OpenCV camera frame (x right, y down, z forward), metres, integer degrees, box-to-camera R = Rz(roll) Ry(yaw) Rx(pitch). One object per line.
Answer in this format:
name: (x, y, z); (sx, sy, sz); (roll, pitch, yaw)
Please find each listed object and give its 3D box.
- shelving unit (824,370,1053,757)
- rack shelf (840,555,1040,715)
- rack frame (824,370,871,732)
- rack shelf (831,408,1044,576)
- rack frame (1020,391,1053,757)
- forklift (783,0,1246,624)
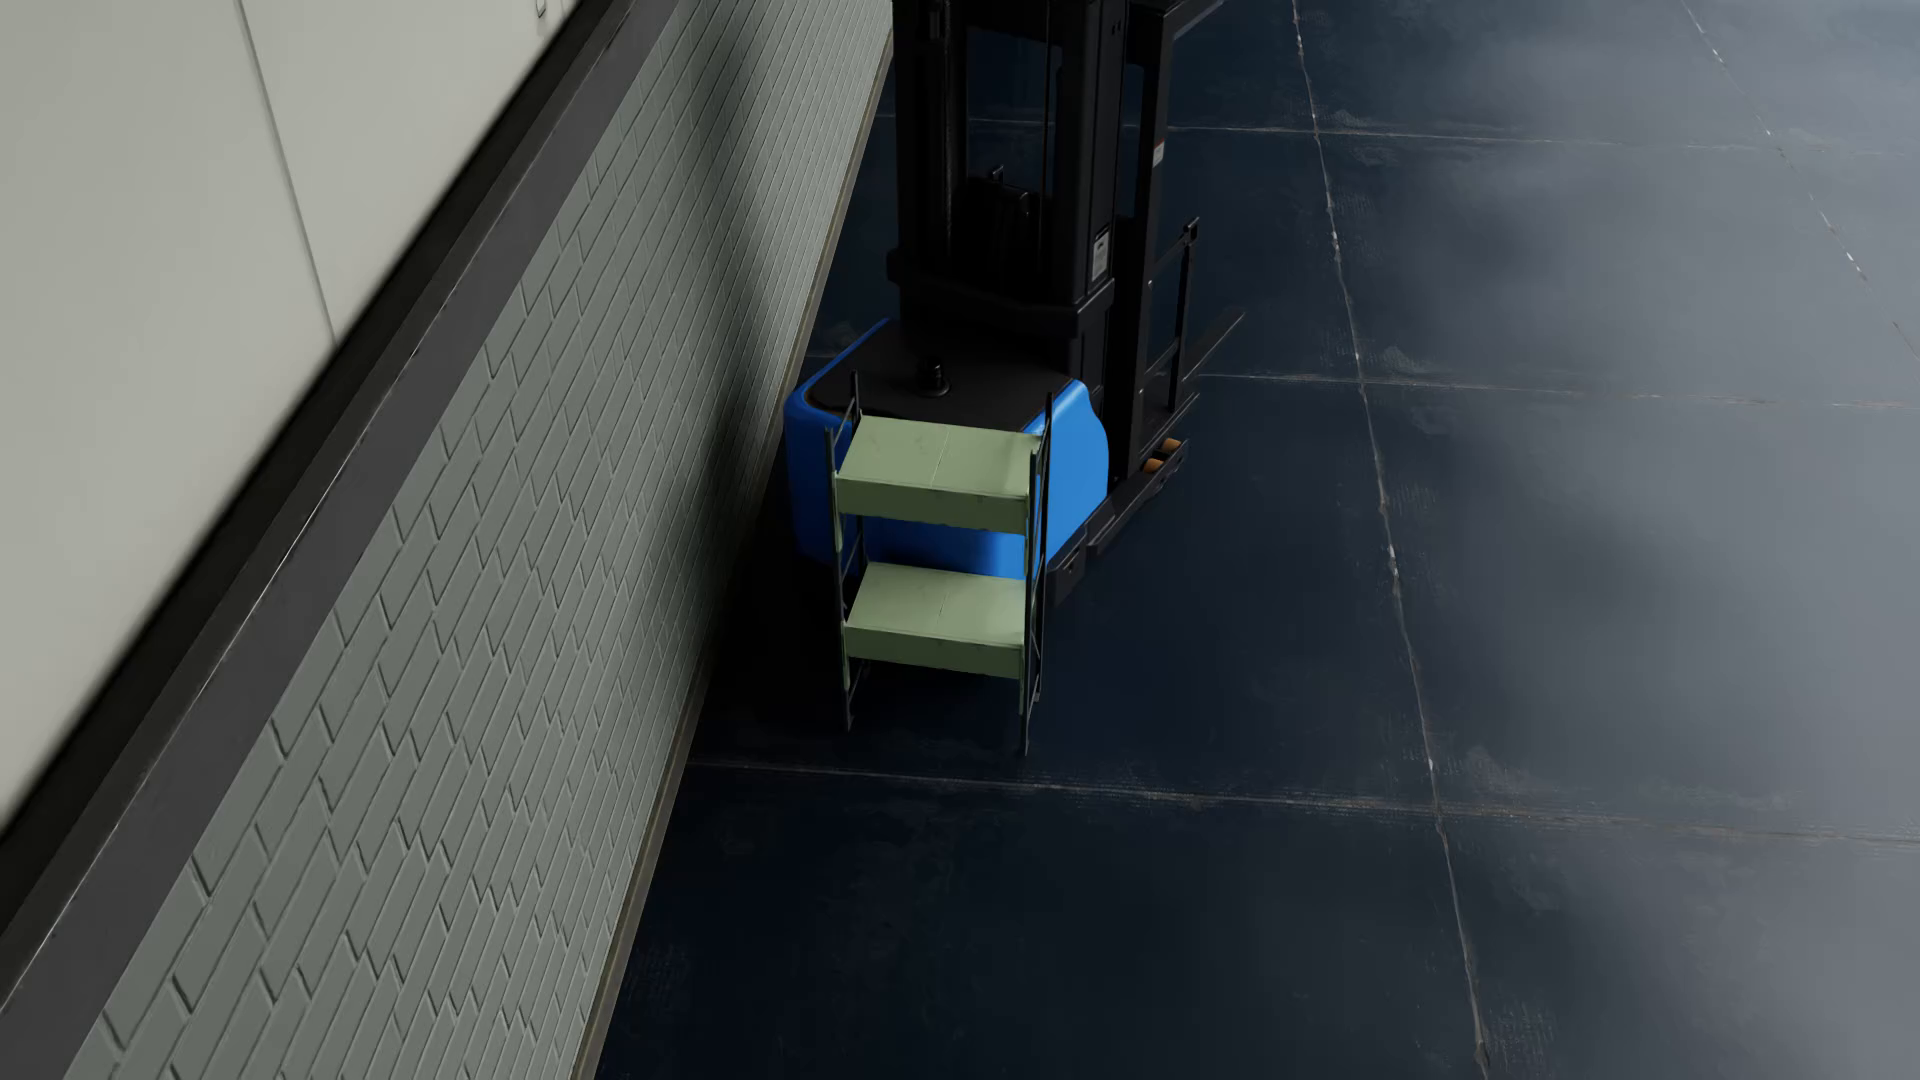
shelving unit: (-0.069, 0.121, 6.413); (0.755, 1.500, 0.431); (7, 40, 8)
rack shelf: (-0.069, 0.374, 6.619); (0.720, 0.370, 0.431); (7, 40, 8)
rack frame: (-0.428, 0.077, 6.467); (0.023, 1.500, 0.400); (7, 40, 8)
rack shelf: (-0.069, -0.182, 6.167); (0.720, 0.370, 0.431); (7, 40, 8)
rack frame: (0.290, 0.165, 6.359); (0.023, 1.500, 0.400); (7, 40, 8)
forklift: (0.461, -1.504, 7.276); (1.130, 2.935, 3.031); (21, 44, 24)
